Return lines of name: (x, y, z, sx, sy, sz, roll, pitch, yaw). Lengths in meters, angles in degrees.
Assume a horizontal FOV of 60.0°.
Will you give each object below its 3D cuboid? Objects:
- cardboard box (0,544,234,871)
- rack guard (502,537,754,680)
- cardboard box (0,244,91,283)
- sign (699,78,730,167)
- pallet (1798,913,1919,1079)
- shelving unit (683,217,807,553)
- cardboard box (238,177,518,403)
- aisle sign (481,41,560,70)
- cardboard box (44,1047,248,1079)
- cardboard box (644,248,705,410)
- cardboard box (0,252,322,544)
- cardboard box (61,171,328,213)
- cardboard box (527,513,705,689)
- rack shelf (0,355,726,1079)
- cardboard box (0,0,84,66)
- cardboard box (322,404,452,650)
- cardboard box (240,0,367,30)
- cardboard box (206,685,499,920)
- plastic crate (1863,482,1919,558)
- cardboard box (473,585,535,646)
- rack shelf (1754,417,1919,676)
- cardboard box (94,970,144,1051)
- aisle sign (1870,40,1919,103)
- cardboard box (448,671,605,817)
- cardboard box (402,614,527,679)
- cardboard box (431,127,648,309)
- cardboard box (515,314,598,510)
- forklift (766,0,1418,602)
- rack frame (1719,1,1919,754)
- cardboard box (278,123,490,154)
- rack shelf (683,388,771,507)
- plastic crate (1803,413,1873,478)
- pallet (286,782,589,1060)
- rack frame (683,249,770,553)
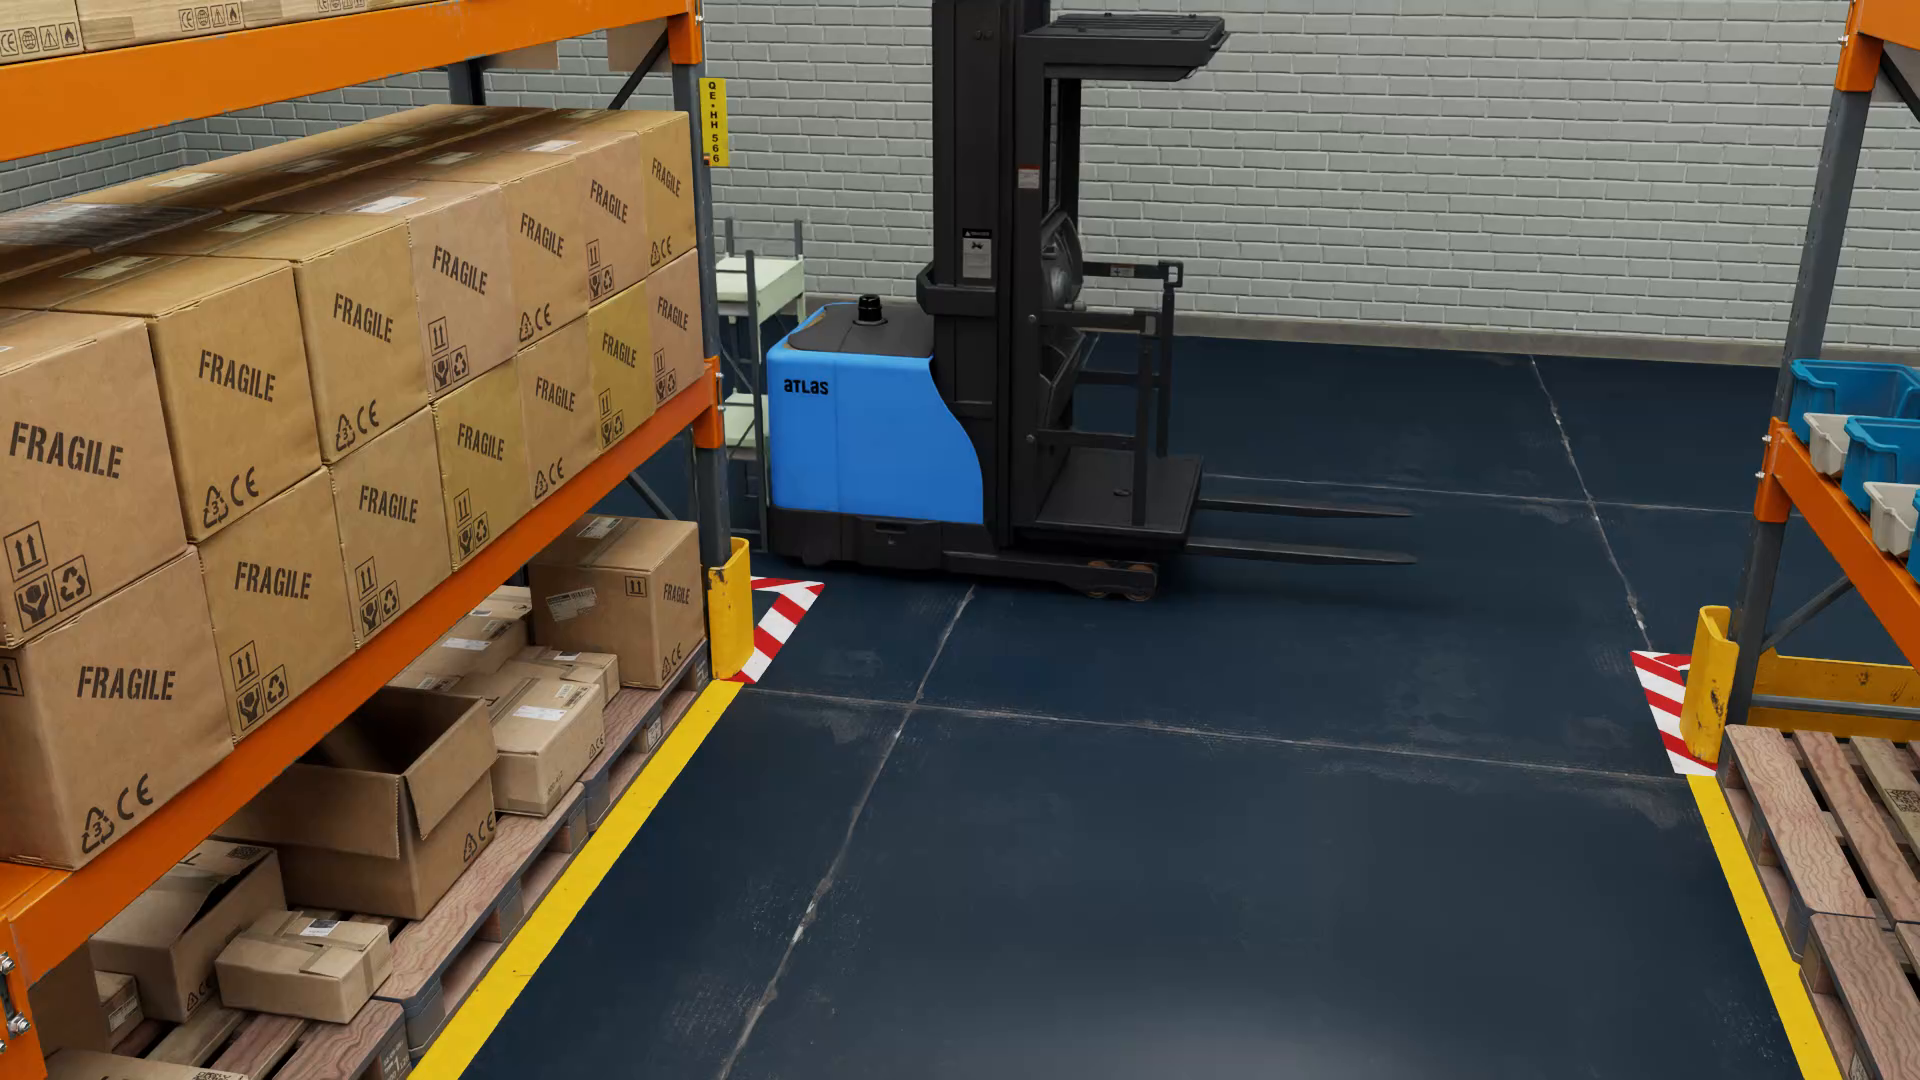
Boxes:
cardboard box: (-1.912, 0.309, 3.438, 0.500, 0.500, 0.500, 5, 22, 12)
rack guard: (-1.482, 0.245, 7.076, 1.175, 0.500, 0.348, 4, 22, 11)
cardboard box: (-2.331, -0.382, 3.814, 0.500, 0.500, 0.500, 4, 22, 10)
sign: (-0.927, -1.576, 6.279, 0.100, 0.325, 0.005, 4, 22, 11)
pallet: (2.925, 1.474, 4.412, 1.003, 0.211, 1.213, 4, 22, 11)
shelving unit: (-1.062, -0.783, 8.286, 0.431, 1.500, 0.755, 4, 22, 12)
cardboard box: (-1.596, -0.706, 4.619, 0.500, 0.500, 0.500, 5, 23, 13)
aisle sign: (-1.740, -2.195, 6.310, 0.394, 0.787, 0.004, 4, 22, 11)
cardboard box: (-1.985, 1.427, 3.806, 0.500, 0.311, 0.500, 4, 22, 11)
cardboard box: (-1.291, -0.804, 6.201, 0.500, 0.500, 0.500, 5, 23, 13)
cardboard box: (-1.806, -0.329, 3.683, 0.500, 0.500, 0.500, 4, 22, 9)
cardboard box: (-2.124, -0.750, 4.728, 0.500, 0.500, 0.500, 4, 22, 10)
cardboard box: (-1.336, 0.231, 6.522, 0.500, 0.500, 0.500, 4, 22, 11)
rack shelf: (-1.874, 0.123, 4.996, 1.077, 0.370, 4.000, 4, 22, 11)
cardboard box: (-1.941, -0.960, 2.908, 0.500, 0.250, 0.500, 4, 22, 11)
cardboard box: (-1.706, -0.062, 4.357, 0.500, 0.500, 0.500, 4, 22, 11)
cardboard box: (-1.731, -1.325, 3.815, 0.500, 0.250, 0.500, 4, 22, 11)
cardboard box: (-1.904, 0.787, 5.137, 0.797, 0.503, 0.637, 4, 22, 11)
plastic crate: (2.725, -0.044, 4.721, 0.250, 0.136, 0.298, 4, 22, 11)
cardboard box: (-1.888, 0.303, 6.813, 0.380, 0.149, 0.250, 4, 22, 11)
rack shelf: (2.974, 0.502, 4.055, 1.077, 0.370, 4.000, 4, 22, 11)
cardboard box: (-2.426, 1.267, 4.419, 0.380, 0.149, 0.250, 4, 22, 11)
aisle sign: (3.106, -1.818, 5.373, 0.394, 0.787, 0.004, 4, 22, 11)
cardboard box: (-1.559, 0.692, 5.712, 0.500, 0.250, 0.500, 4, 22, 11)
cardboard box: (-1.957, 0.489, 6.215, 0.500, 0.250, 0.500, 4, 22, 11)
cardboard box: (-1.390, -1.084, 5.557, 0.500, 0.500, 0.500, 5, 22, 12)
cardboard box: (-1.501, -0.432, 5.277, 0.500, 0.500, 0.500, 5, 22, 11)
forklift: (0.658, -1.295, 7.645, 3.031, 2.935, 1.130, 5, 22, 12)
rack frame: (3.382, -0.563, 5.737, 1.000, 3.000, 0.127, 4, 22, 11)
cardboard box: (-1.914, -1.118, 5.643, 0.500, 0.500, 0.500, 5, 22, 11)
rack shelf: (-1.060, -0.480, 8.407, 0.431, 0.370, 0.720, 4, 22, 12)
plastic crate: (2.863, -0.292, 5.337, 0.250, 0.136, 0.298, 4, 22, 11)
pallet: (-1.894, 1.116, 5.301, 1.003, 0.211, 1.213, 4, 22, 11)
rack frame: (-1.141, -0.649, 7.954, 0.400, 1.500, 0.023, 4, 22, 12)
